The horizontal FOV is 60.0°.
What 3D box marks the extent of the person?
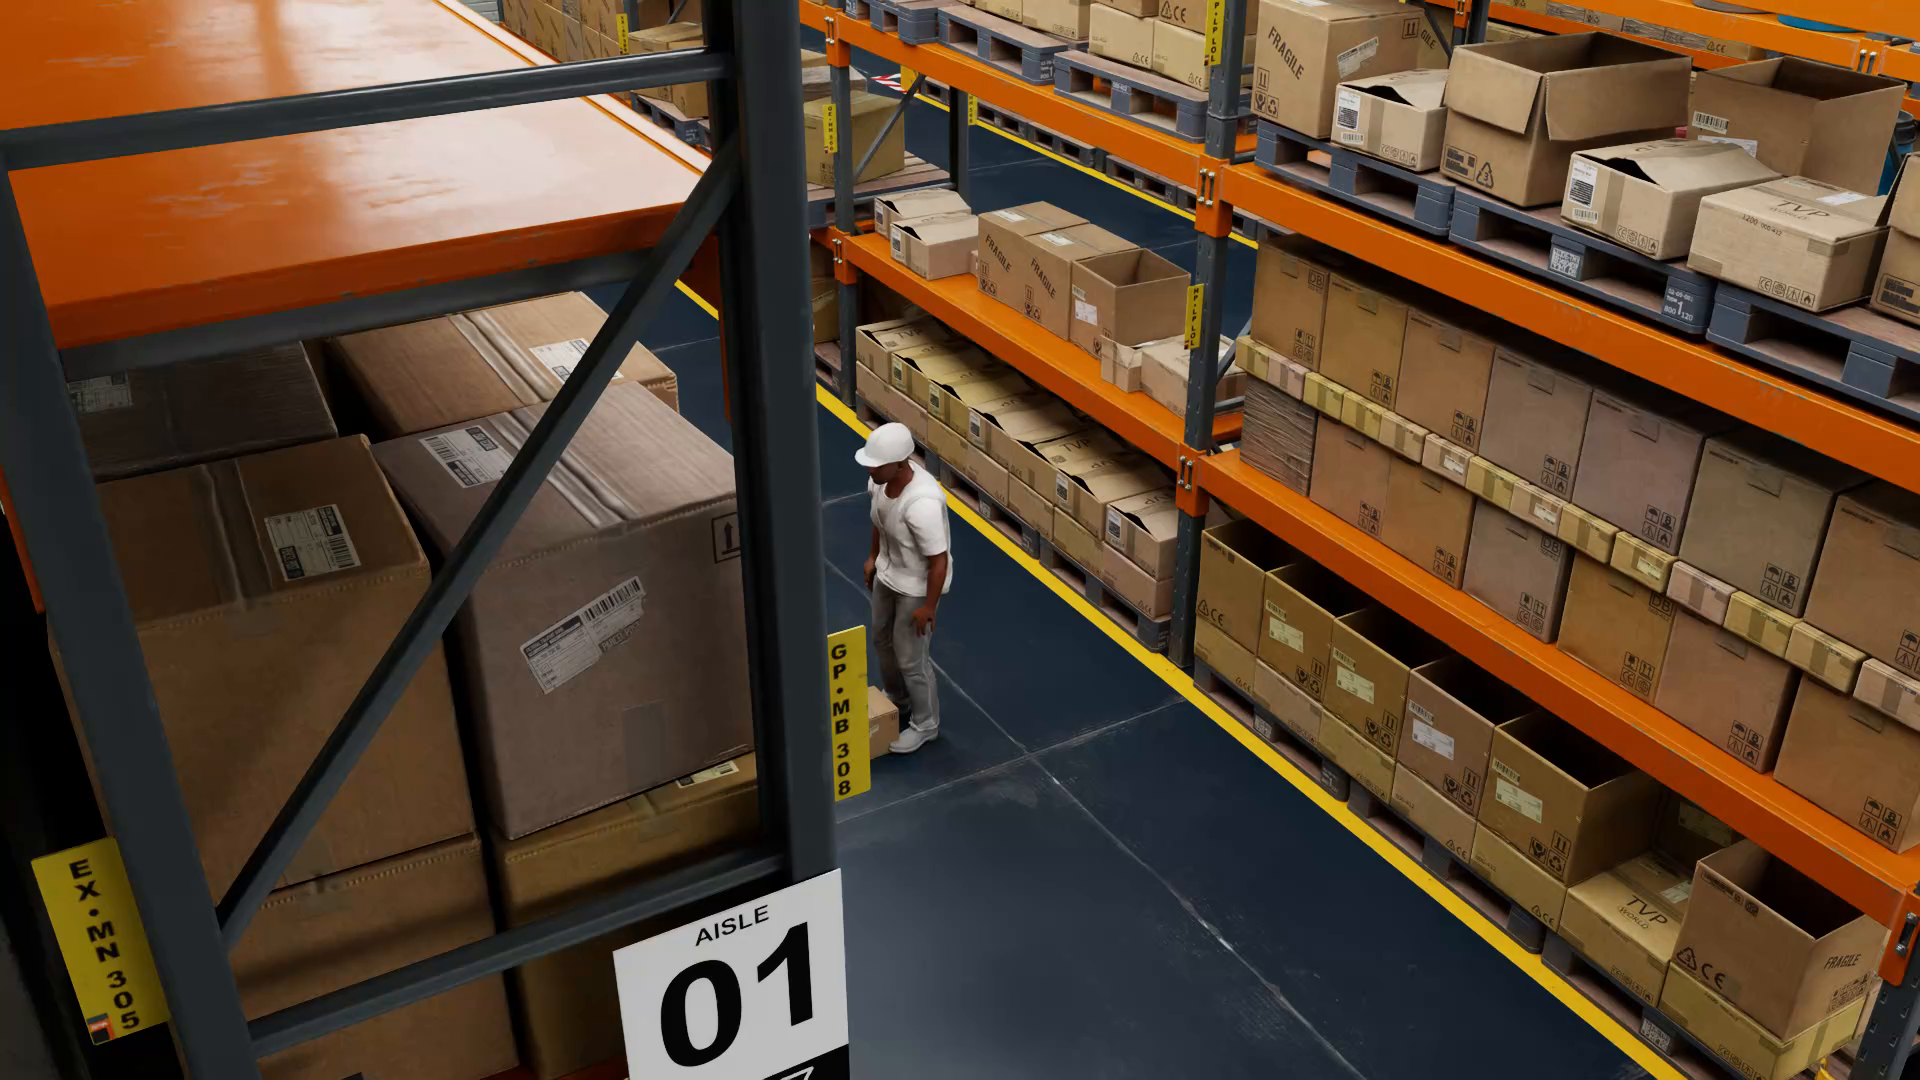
[{"bbox_3d":[-0.288,0.210,8.164,0.460,1.760,0.625,-16,33,-27],"label":"person"}]
